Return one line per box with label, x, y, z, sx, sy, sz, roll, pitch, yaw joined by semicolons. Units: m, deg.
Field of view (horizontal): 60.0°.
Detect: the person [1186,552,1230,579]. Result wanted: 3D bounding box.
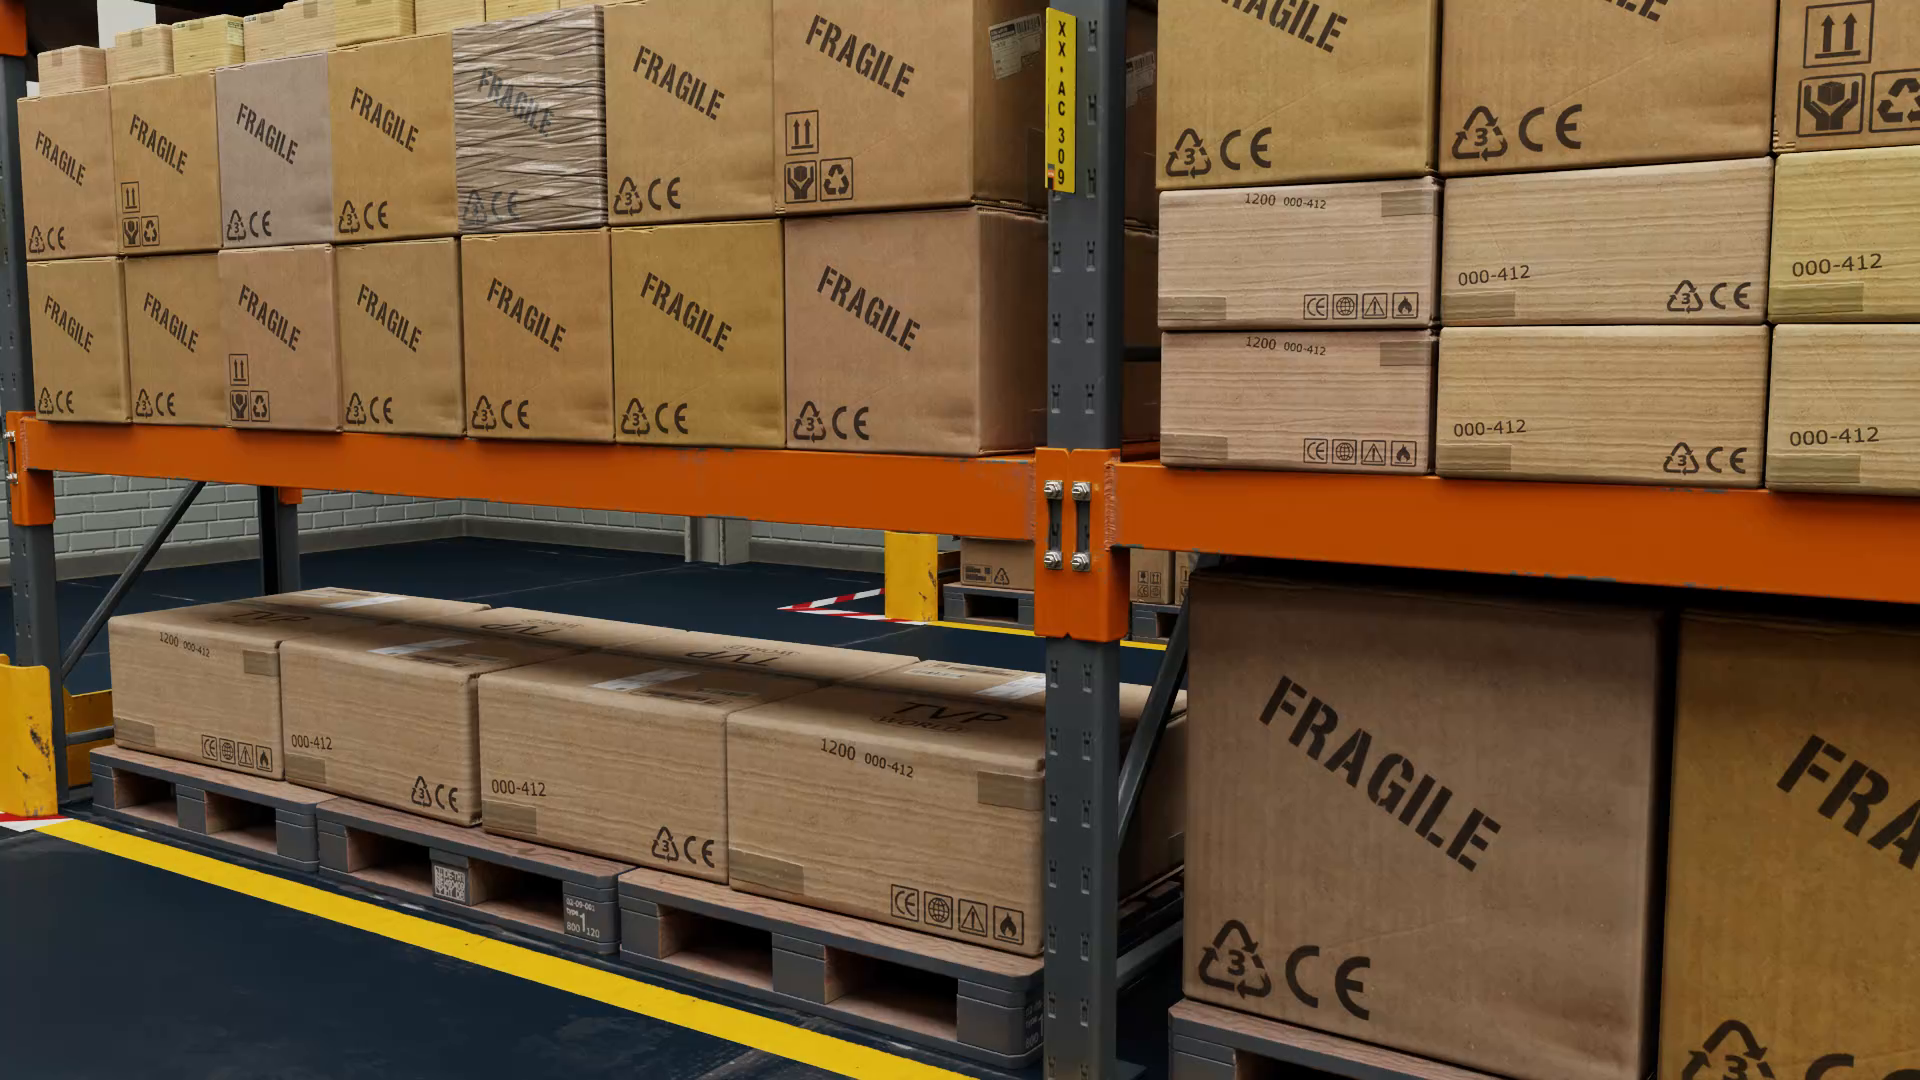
person;1.138;-0.140;6.864;0.604;1.772;0.500;1;6;5
